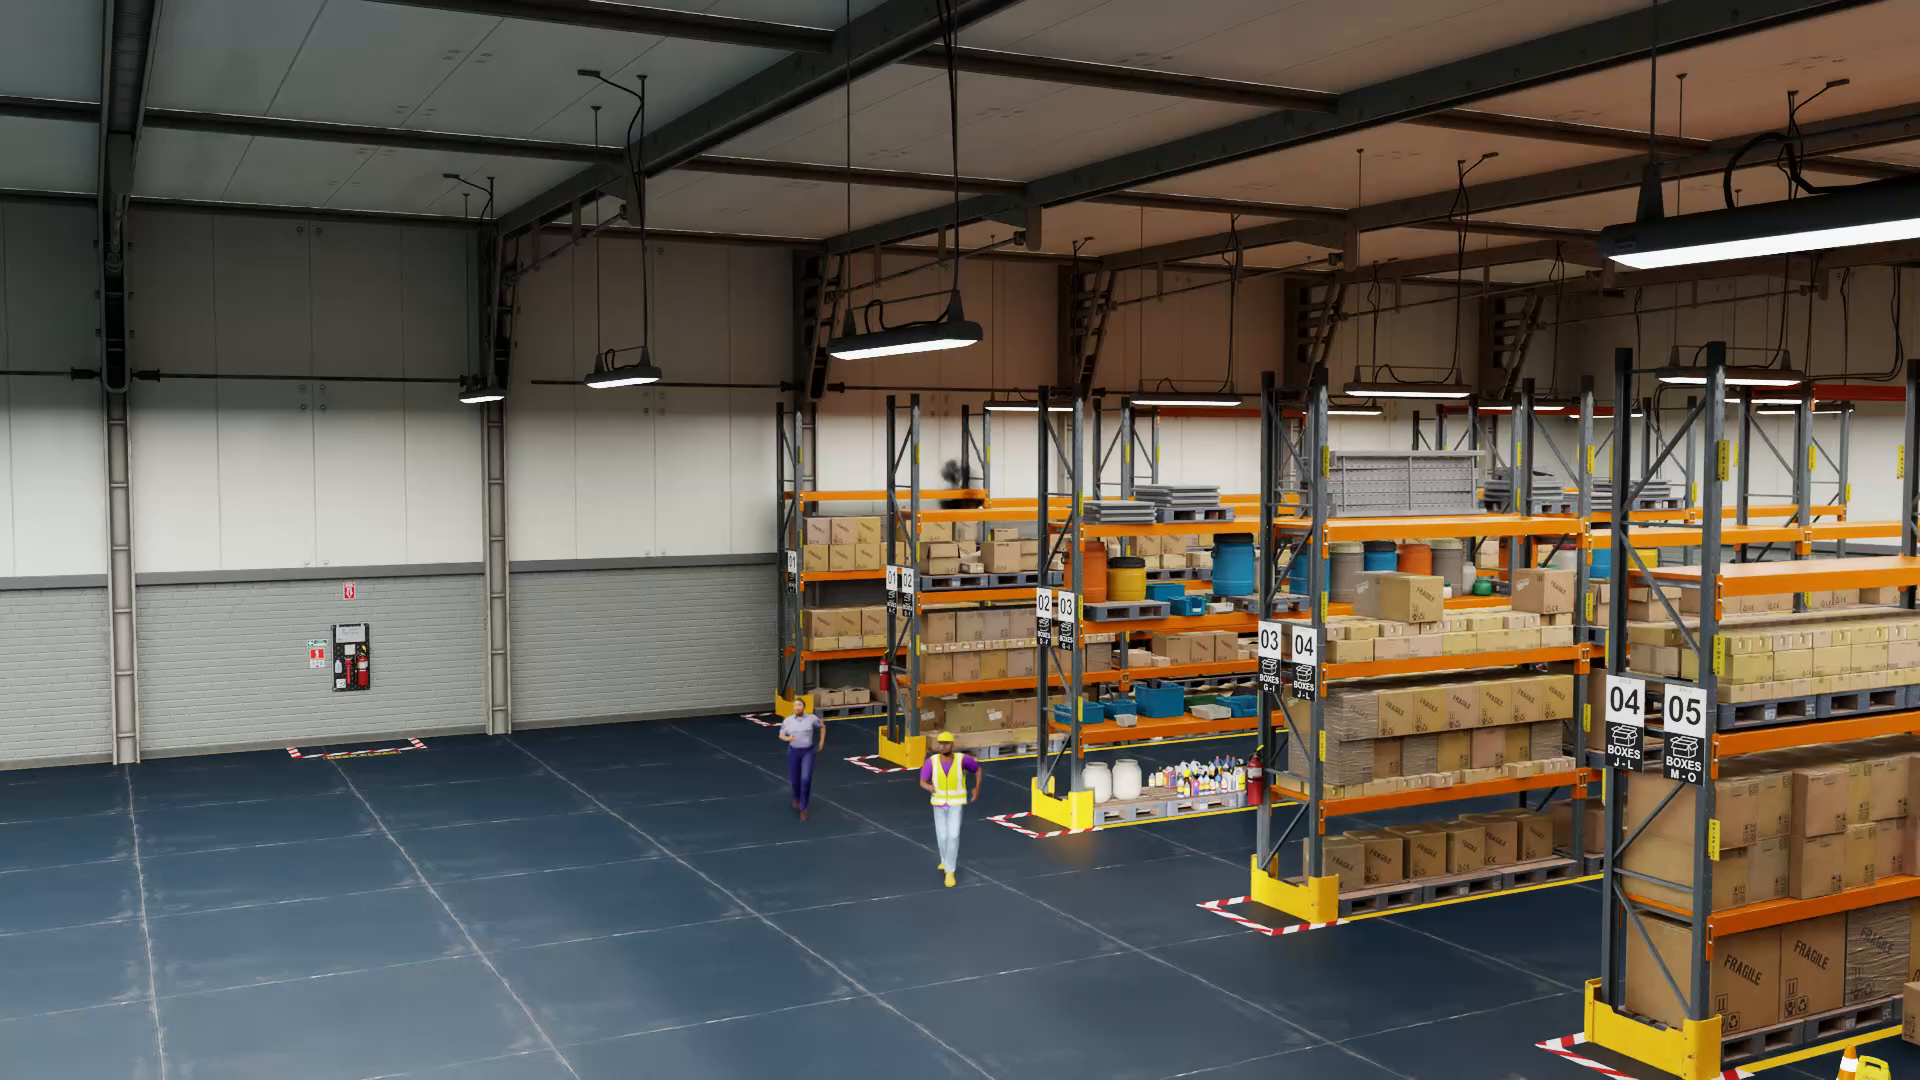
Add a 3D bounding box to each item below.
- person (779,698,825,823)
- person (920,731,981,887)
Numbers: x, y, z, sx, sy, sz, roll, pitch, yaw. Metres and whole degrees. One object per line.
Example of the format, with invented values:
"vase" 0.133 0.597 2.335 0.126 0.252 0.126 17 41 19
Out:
"person" -2.220 3.041 23.242 0.608 1.670 0.894 0 3 4
"person" -0.130 3.181 19.830 0.706 1.803 0.764 1 3 10
